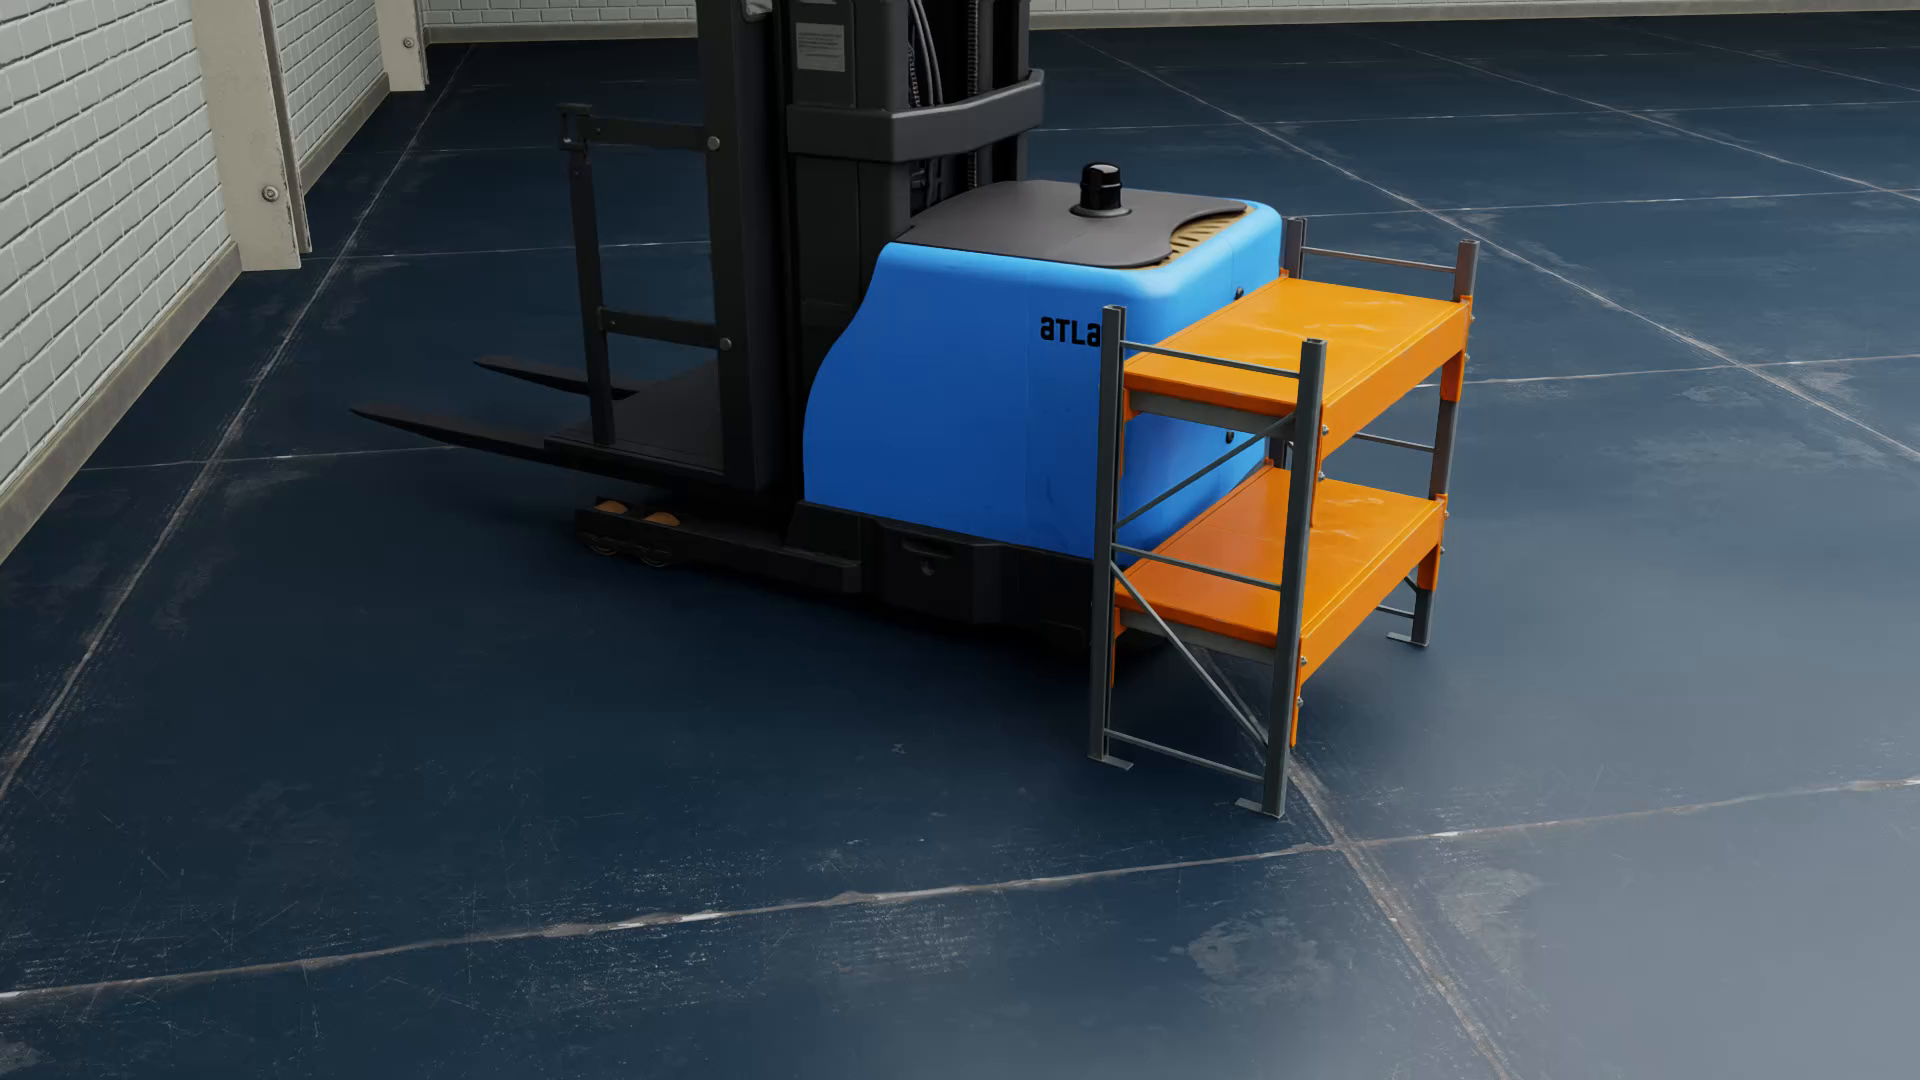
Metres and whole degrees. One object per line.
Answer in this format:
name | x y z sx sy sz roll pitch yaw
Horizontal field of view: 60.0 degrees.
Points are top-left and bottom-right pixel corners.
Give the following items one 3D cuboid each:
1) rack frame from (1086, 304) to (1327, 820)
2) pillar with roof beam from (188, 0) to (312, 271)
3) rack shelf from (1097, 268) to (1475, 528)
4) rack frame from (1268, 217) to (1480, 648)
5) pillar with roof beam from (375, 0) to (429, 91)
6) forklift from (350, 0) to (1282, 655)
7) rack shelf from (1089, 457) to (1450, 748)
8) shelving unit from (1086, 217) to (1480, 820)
rack frame | 0.525 0.063 3.700 0.500 1.125 0.032 15 27 30
pillar with roof beam | 0.712 -5.877 7.464 9.100 9.000 0.400 -4 24 -10
rack shelf | 0.802 -0.376 3.974 0.538 0.278 1.000 15 27 30
rack frame | 1.078 -0.278 4.482 0.500 1.125 0.032 15 27 30
pillar with roof beam | -0.398 -8.237 12.867 9.100 9.000 0.400 -4 24 -10
forklift | -0.610 -1.433 4.869 3.031 2.935 1.130 12 26 25
rack shelf | 0.802 0.117 4.189 0.538 0.278 1.000 15 27 30
shelving unit | 0.802 -0.108 4.091 0.538 1.125 1.048 15 27 30
